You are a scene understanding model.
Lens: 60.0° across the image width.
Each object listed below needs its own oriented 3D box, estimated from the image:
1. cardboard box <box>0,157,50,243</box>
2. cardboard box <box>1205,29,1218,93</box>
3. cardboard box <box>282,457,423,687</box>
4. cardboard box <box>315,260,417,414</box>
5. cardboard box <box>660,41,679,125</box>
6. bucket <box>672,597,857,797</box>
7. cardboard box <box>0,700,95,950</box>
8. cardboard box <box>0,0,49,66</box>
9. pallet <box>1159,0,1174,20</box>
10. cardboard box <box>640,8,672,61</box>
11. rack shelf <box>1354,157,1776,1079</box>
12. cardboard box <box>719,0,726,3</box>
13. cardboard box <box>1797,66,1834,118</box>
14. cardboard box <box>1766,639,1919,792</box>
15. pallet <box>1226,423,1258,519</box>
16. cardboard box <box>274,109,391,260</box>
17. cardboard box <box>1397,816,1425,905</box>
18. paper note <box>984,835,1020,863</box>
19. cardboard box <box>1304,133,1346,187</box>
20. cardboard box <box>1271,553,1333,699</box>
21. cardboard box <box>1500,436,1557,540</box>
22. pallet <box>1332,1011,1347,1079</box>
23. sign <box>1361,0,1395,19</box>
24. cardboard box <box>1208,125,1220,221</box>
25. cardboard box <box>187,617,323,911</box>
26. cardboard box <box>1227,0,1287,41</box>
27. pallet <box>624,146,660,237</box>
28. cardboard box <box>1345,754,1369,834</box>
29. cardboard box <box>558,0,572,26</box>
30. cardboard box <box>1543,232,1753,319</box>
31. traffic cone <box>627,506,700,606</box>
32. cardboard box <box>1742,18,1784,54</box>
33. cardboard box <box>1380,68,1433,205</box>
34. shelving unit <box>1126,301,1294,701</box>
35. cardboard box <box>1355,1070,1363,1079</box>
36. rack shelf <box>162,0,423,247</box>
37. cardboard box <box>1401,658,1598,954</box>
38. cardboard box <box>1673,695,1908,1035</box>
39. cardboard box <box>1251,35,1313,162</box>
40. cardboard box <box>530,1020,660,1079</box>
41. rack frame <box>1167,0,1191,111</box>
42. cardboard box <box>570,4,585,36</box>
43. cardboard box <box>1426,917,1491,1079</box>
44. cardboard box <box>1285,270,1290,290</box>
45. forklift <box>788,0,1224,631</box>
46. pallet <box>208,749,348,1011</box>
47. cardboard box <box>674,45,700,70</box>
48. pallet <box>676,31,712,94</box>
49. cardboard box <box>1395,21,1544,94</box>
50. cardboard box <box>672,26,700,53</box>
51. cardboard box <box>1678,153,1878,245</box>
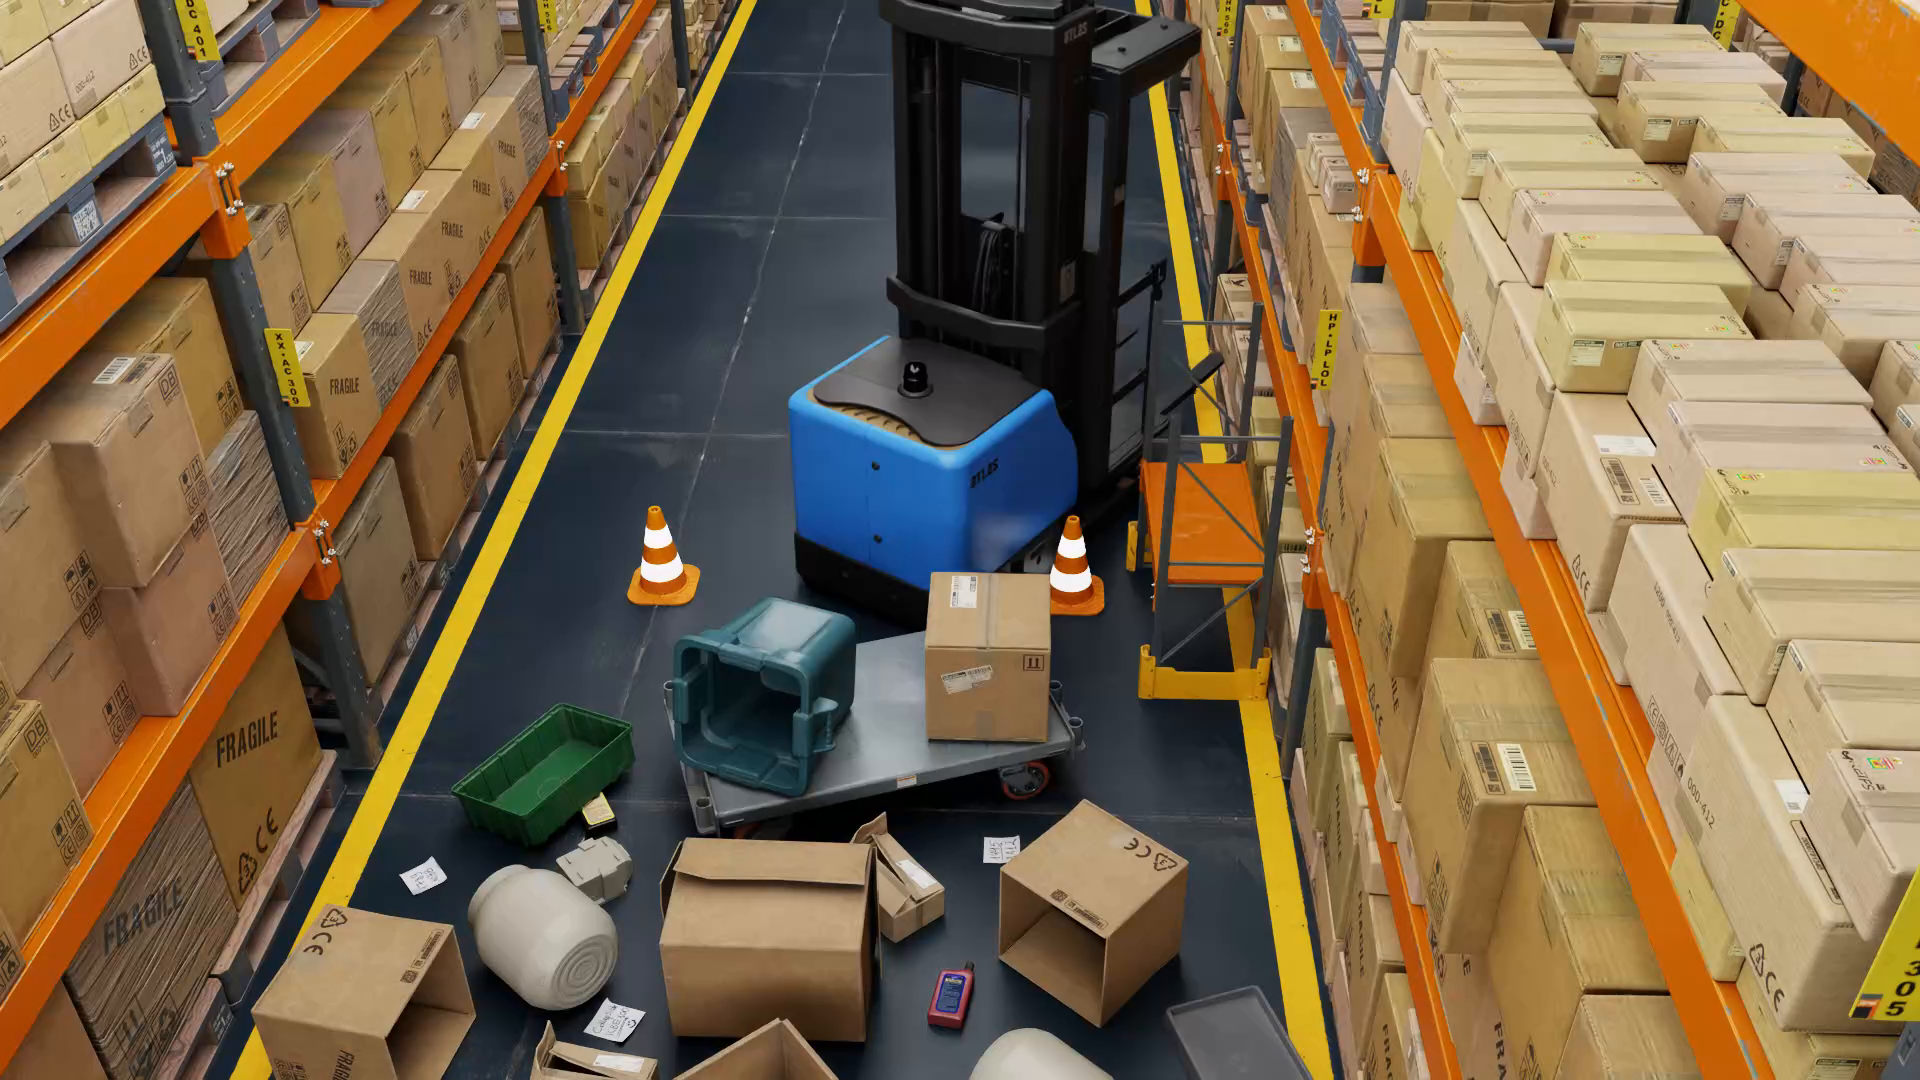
[{"bbox_3d":[-2.775,-0.943,4.586,0.380,0.149,0.250,1,35,2],"label":"cardboard box"},{"bbox_3d":[1.826,-3.034,10.534,0.500,0.250,0.500,2,35,3],"label":"cardboard box"},{"bbox_3d":[-3.116,0.127,7.497,1.050,0.750,0.750,1,35,2],"label":"cardboard box"},{"bbox_3d":[-2.741,-0.890,7.266,0.500,0.500,0.500,2,35,2],"label":"cardboard box"},{"bbox_3d":[-2.508,-3.577,12.985,0.500,0.500,0.500,1,35,1],"label":"cardboard box"},{"bbox_3d":[-0.753,0.586,6.778,0.726,0.611,0.620,13,27,18],"label":"bucket"},{"bbox_3d":[-3.114,0.819,4.791,0.875,0.550,0.500,1,35,2],"label":"cardboard box"},{"bbox_3d":[-2.768,-1.419,4.570,0.380,0.149,0.250,1,35,2],"label":"cardboard box"},{"bbox_3d":[2.375,-4.800,15.341,1.003,0.211,1.213,1,35,2],"label":"pallet"},{"bbox_3d":[-2.507,-3.881,12.766,0.500,0.250,0.500,0,35,1],"label":"cardboard box"},{"bbox_3d":[1.819,0.010,4.090,1.077,0.370,4.000,1,35,2],"label":"rack shelf"},{"bbox_3d":[-2.363,-5.109,15.470,0.380,0.149,0.250,2,35,3],"label":"cardboard box"},{"bbox_3d":[6.936,-3.567,12.971,0.500,0.500,0.500,3,35,4],"label":"cardboard box"},{"bbox_3d":[1.506,0.293,2.587,0.380,0.149,0.250,2,35,3],"label":"cardboard box"},{"bbox_3d":[1.975,-0.216,8.819,1.003,0.211,1.213,1,35,2],"label":"pallet"},{"bbox_3d":[-2.998,-1.584,7.384,0.700,0.500,0.500,2,35,2],"label":"cardboard box"},{"bbox_3d":[1.523,0.950,4.954,0.380,0.149,0.250,1,35,2],"label":"cardboard box"},{"bbox_3d":[0.173,1.273,6.857,0.148,0.019,0.142,1,35,2],"label":"paper note"},{"bbox_3d":[1.694,-1.631,7.133,0.380,0.149,0.250,0,35,0],"label":"cardboard box"},{"bbox_3d":[1.918,0.396,7.444,0.950,0.372,0.625,2,35,2],"label":"cardboard box"},{"bbox_3d":[1.491,-0.128,3.878,0.380,0.149,0.250,1,35,1],"label":"cardboard box"},{"bbox_3d":[1.861,2.024,5.632,1.003,0.211,1.213,1,35,2],"label":"pallet"},{"bbox_3d":[1.344,-1.817,5.272,0.100,0.325,0.005,1,35,2],"label":"sign"},{"bbox_3d":[2.211,-2.714,11.432,0.875,0.875,0.875,2,35,2],"label":"cardboard box"},{"bbox_3d":[-3.146,0.795,6.439,0.875,0.875,0.875,2,35,3],"label":"cardboard box"},{"bbox_3d":[1.819,-3.258,9.766,0.500,0.500,0.500,0,35,1],"label":"cardboard box"},{"bbox_3d":[-2.806,-2.568,12.166,1.003,0.211,1.213,1,35,2],"label":"pallet"},{"bbox_3d":[1.522,0.873,5.655,0.380,0.149,0.250,3,35,4],"label":"cardboard box"},{"bbox_3d":[-2.654,-3.334,10.425,0.380,0.149,0.250,0,35,0],"label":"cardboard box"},{"bbox_3d":[1.581,-0.589,3.841,0.380,0.149,0.250,2,35,3],"label":"cardboard box"},{"bbox_3d":[-1.488,0.040,8.237,0.336,0.463,0.334,1,35,2],"label":"traffic cone"},{"bbox_3d":[6.924,-4.275,14.183,0.396,0.266,0.258,3,35,4],"label":"cardboard box"},{"bbox_3d":[1.608,-1.247,5.125,0.500,0.250,0.500,1,35,1],"label":"cardboard box"},{"bbox_3d":[1.129,-0.189,7.660,0.587,1.500,1.083,1,35,1],"label":"shelving unit"},{"bbox_3d":[1.546,1.976,5.301,0.500,0.250,0.500,0,35,0],"label":"cardboard box"},{"bbox_3d":[-2.971,-2.345,7.440,1.077,0.370,4.000,1,35,2],"label":"rack shelf"},{"bbox_3d":[1.486,0.636,3.967,0.700,0.500,0.500,1,35,1],"label":"cardboard box"},{"bbox_3d":[1.490,0.504,2.633,0.500,0.250,0.500,1,35,1],"label":"cardboard box"},{"bbox_3d":[1.797,-2.286,8.629,0.500,0.500,0.500,3,35,4],"label":"cardboard box"},{"bbox_3d":[-1.280,1.886,5.781,0.396,0.266,0.258,7,36,10],"label":"cardboard box"},{"bbox_3d":[2.221,-4.803,12.921,1.000,3.000,0.127,1,35,2],"label":"rack frame"},{"bbox_3d":[-2.640,-3.346,10.702,0.380,0.149,0.250,3,35,4],"label":"cardboard box"},{"bbox_3d":[1.533,1.036,4.267,0.500,0.500,0.500,1,35,2],"label":"cardboard box"},{"bbox_3d":[1.699,-1.163,7.595,0.380,0.149,0.250,1,35,2],"label":"cardboard box"},{"bbox_3d":[0.440,-1.522,8.313,1.130,2.935,3.031,22,41,28],"label":"forklift"},{"bbox_3d":[-3.160,1.313,6.643,1.003,0.211,1.213,1,35,2],"label":"pallet"},{"bbox_3d":[-2.394,-4.066,13.987,0.380,0.149,0.250,0,35,0],"label":"cardboard box"},{"bbox_3d":[-2.738,-4.105,14.353,1.003,0.211,1.213,1,35,2],"label":"pallet"},{"bbox_3d":[1.560,-1.484,5.114,0.380,0.149,0.250,1,35,1],"label":"cardboard box"},{"bbox_3d":[-2.395,-4.187,13.900,0.380,0.149,0.250,3,35,4],"label":"cardboard box"},{"bbox_3d":[2.078,-0.871,4.243,0.380,0.149,0.250,1,35,1],"label":"cardboard box"}]
